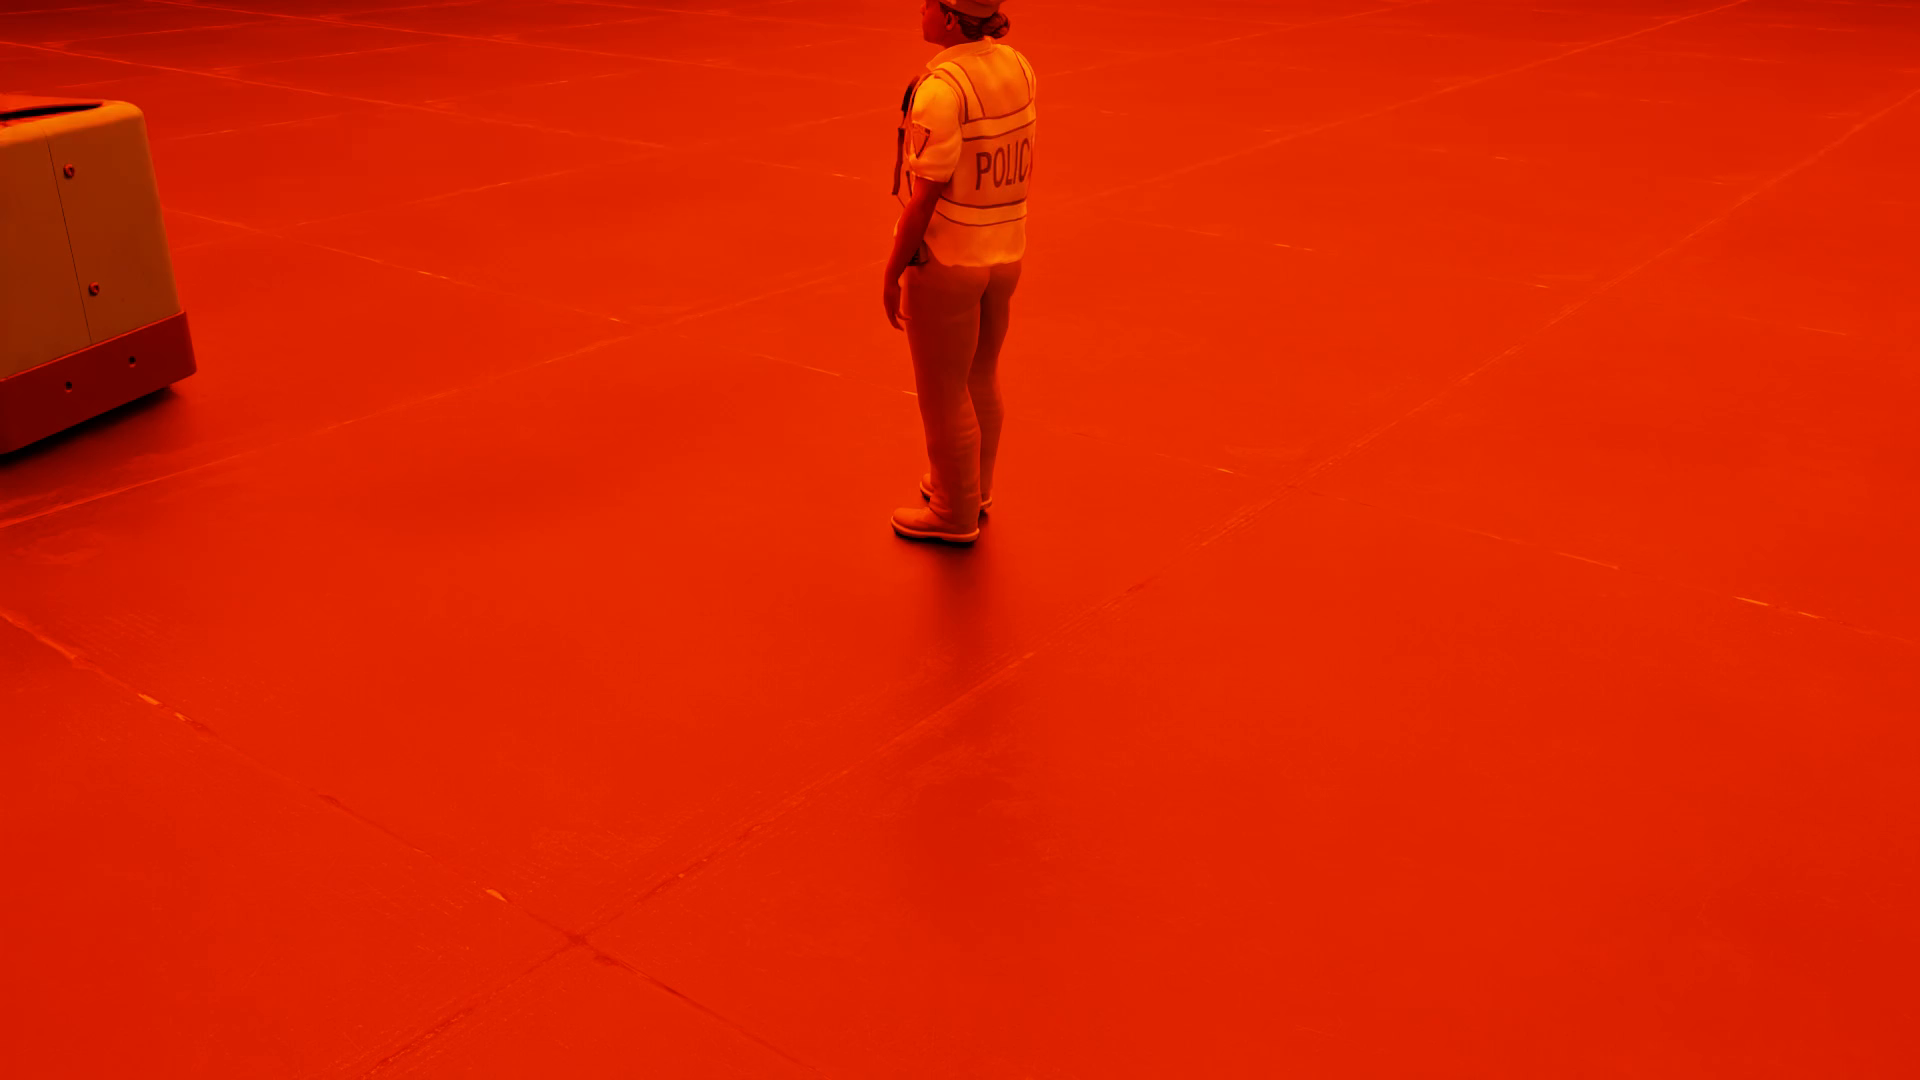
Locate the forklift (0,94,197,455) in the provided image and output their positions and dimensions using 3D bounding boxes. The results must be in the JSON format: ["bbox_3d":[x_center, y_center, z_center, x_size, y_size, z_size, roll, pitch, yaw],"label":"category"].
[{"bbox_3d":[-4.464,-1.907,5.727,3.031,2.935,1.130,7,24,15],"label":"forklift"}]

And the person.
[{"bbox_3d":[-0.048,-0.809,4.730,0.528,1.695,0.569,17,29,34],"label":"person"}]
